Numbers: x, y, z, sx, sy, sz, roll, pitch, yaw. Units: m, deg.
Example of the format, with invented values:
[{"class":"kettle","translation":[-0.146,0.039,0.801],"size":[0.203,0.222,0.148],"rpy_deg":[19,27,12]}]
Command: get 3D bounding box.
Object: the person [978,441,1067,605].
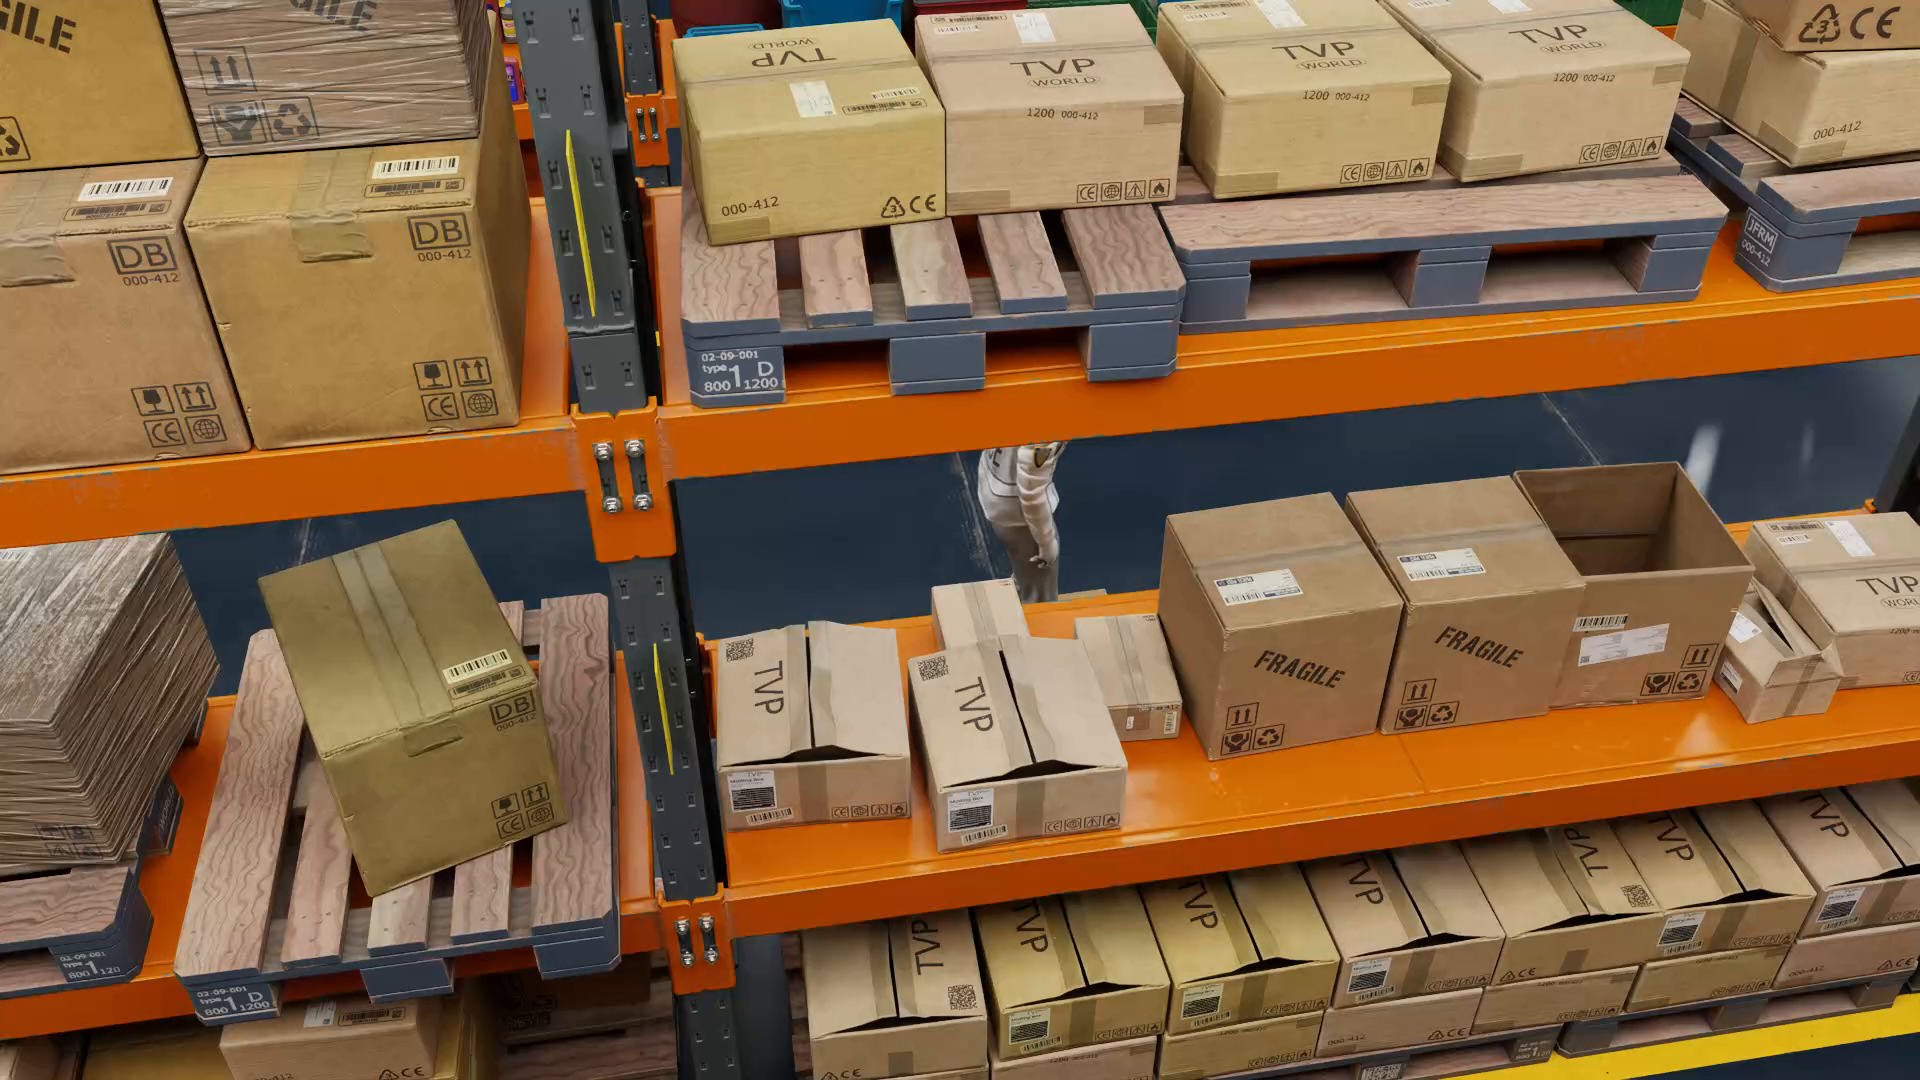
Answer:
[{"class":"person","translation":[0.279,-0.129,6.311],"size":[0.409,1.662,0.527],"rpy_deg":[-6,39,-8]}]
